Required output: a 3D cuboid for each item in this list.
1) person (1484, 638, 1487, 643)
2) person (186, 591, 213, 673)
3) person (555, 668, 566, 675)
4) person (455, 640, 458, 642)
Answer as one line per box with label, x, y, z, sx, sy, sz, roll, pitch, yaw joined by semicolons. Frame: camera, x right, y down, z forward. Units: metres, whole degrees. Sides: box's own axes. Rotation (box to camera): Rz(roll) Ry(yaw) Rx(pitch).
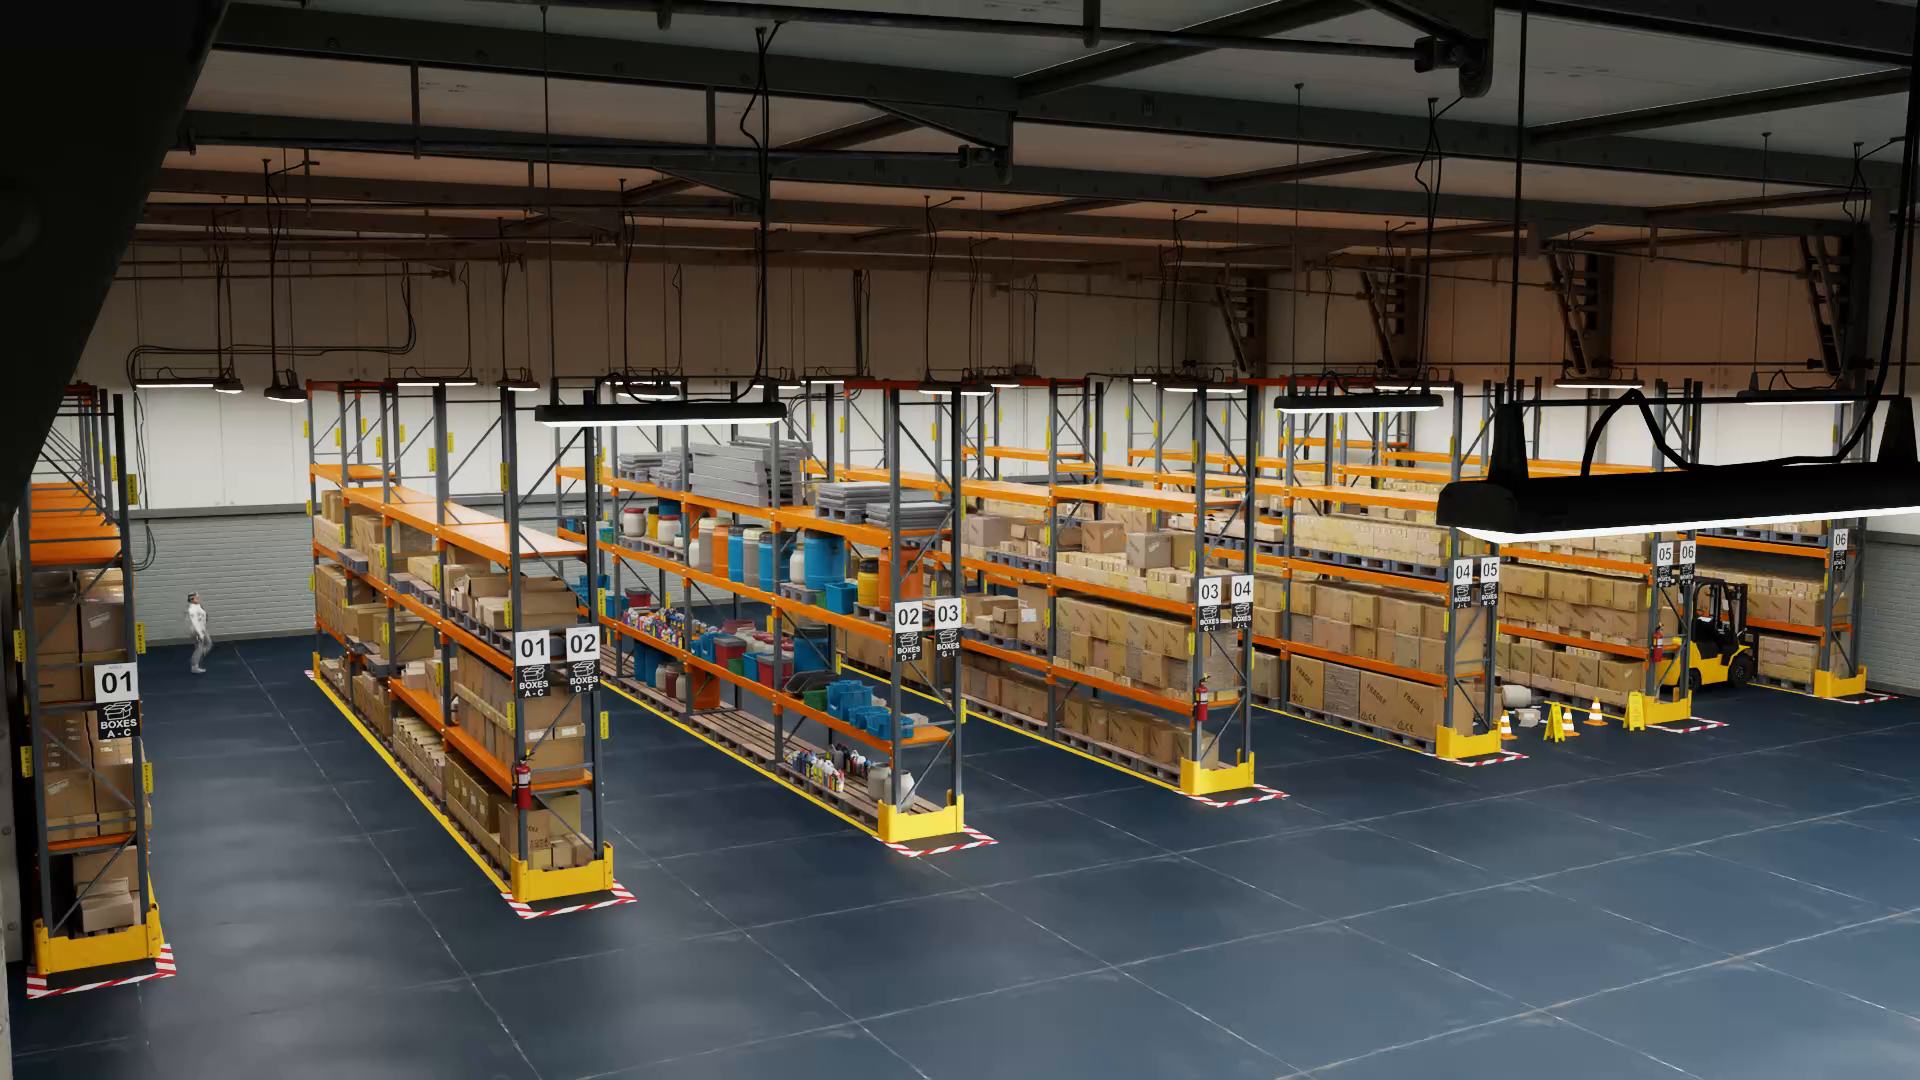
person;11.712;1.457;37.545;0.641;1.822;0.580;-6;8;-42
person;-15.520;1.873;33.929;0.446;1.679;0.499;-2;6;-17
person;-7.210;2.355;29.805;0.379;1.706;0.476;-4;7;-30
person;-10.856;1.505;37.400;1.004;1.736;0.606;-1;6;-13
